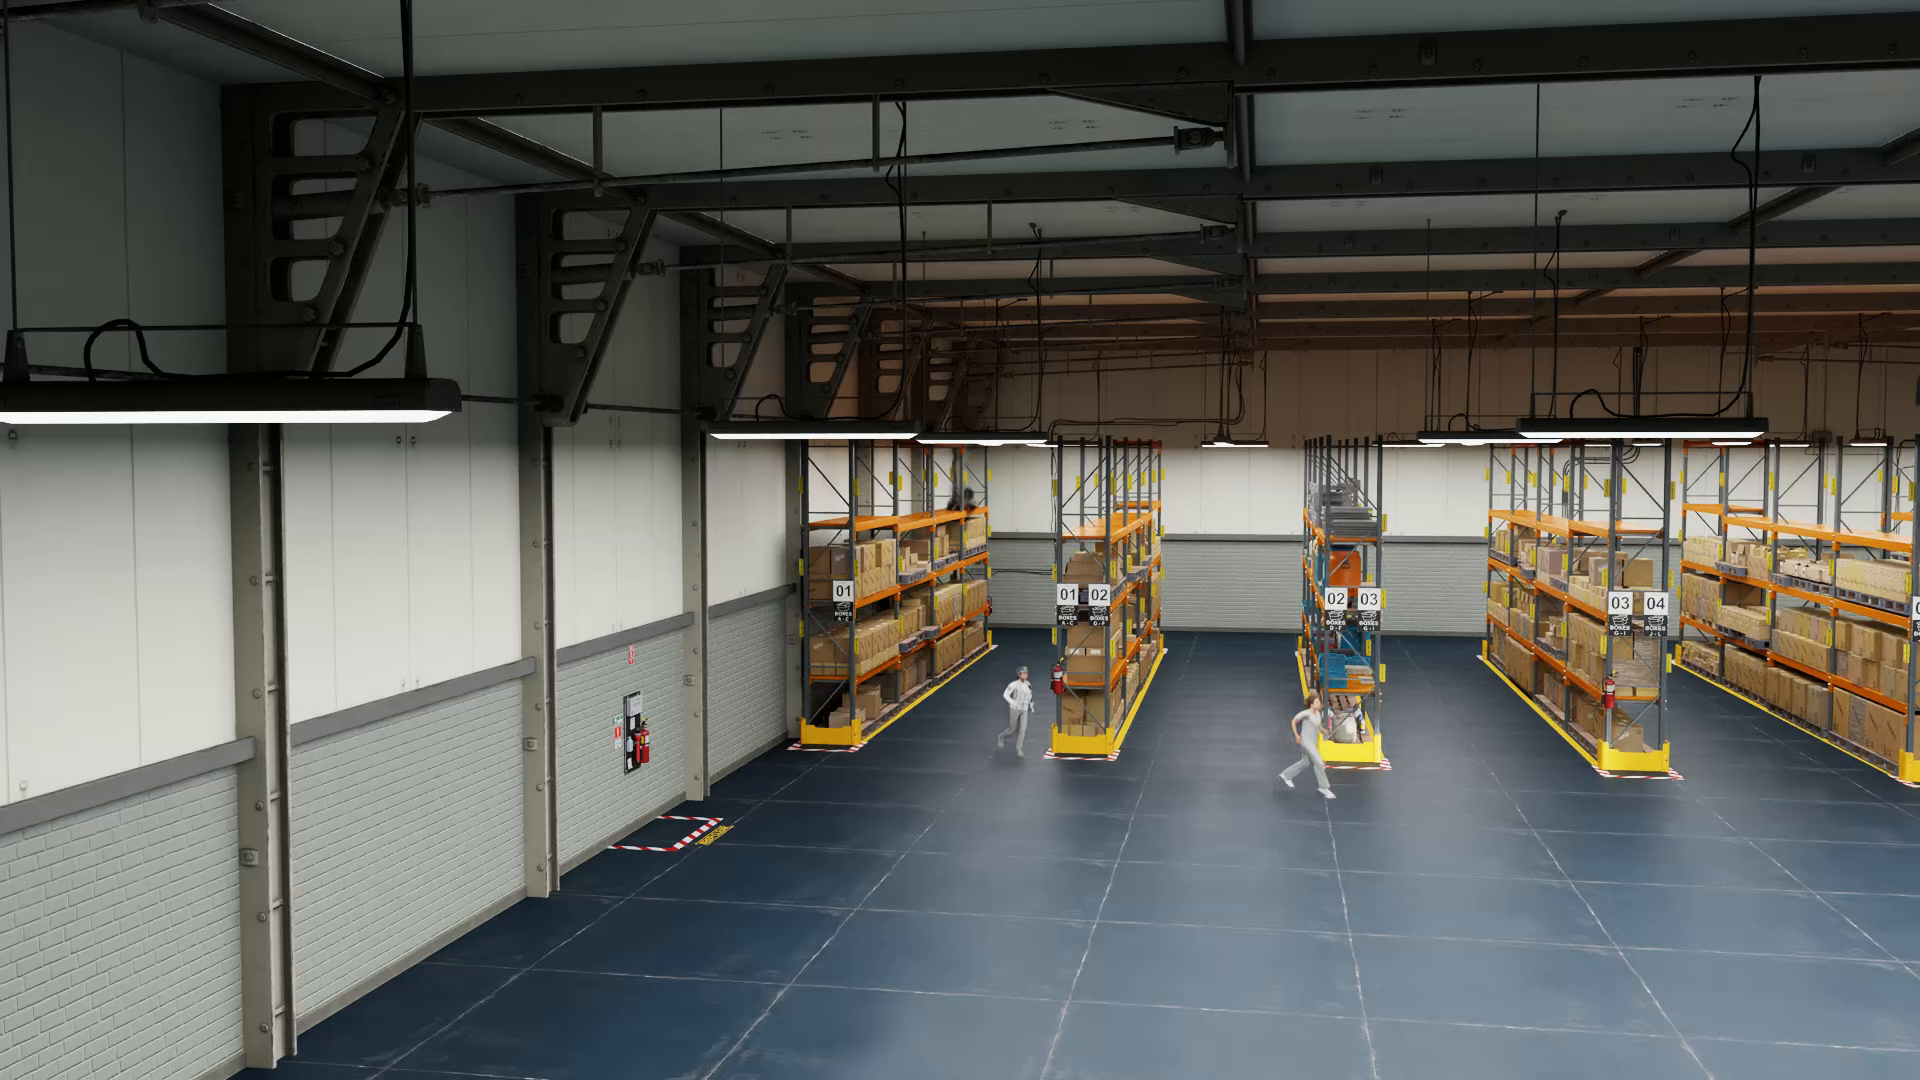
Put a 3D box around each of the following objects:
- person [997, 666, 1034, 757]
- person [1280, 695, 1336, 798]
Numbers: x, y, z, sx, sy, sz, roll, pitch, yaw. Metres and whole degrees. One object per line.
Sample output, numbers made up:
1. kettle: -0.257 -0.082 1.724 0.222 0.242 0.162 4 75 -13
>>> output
1. person: 1.121 3.200 31.293 0.598 1.647 0.852 -2 3 -27
2. person: 5.768 3.396 27.590 1.006 1.677 0.587 3 4 39
